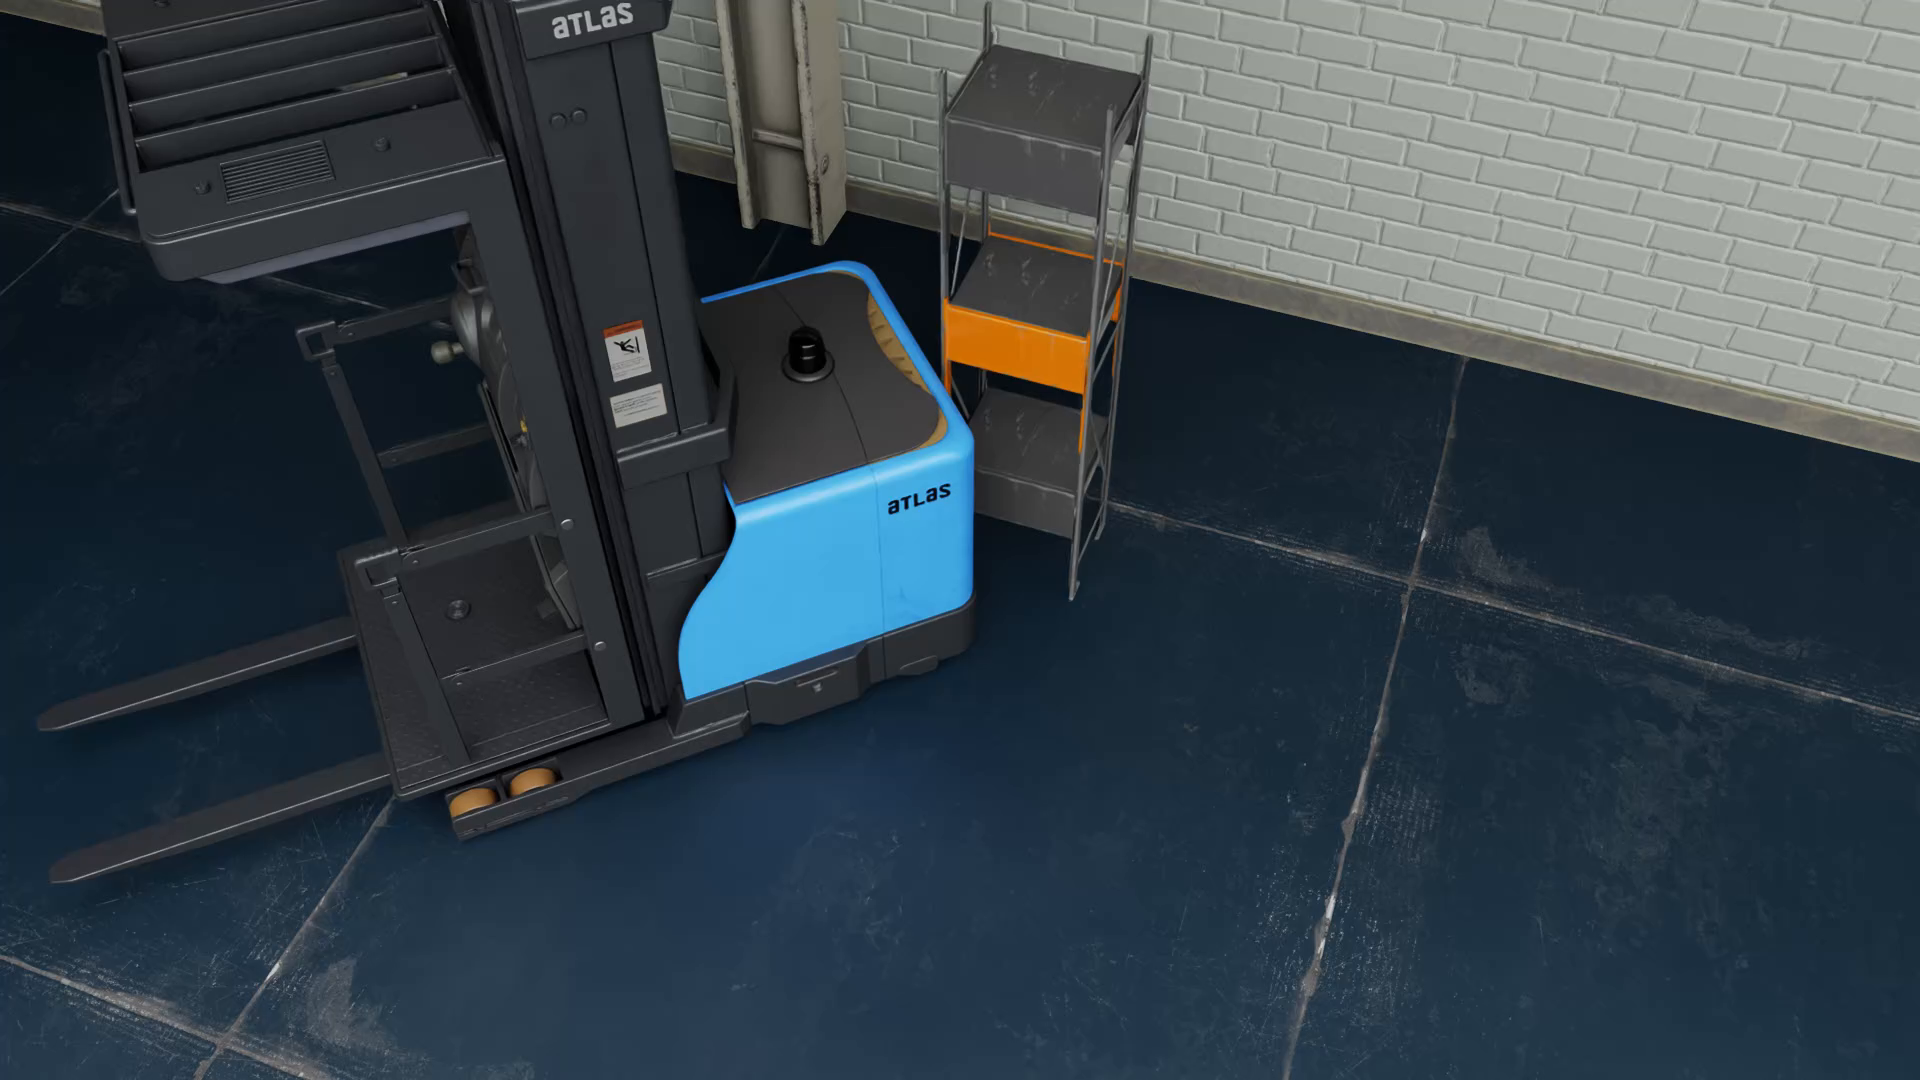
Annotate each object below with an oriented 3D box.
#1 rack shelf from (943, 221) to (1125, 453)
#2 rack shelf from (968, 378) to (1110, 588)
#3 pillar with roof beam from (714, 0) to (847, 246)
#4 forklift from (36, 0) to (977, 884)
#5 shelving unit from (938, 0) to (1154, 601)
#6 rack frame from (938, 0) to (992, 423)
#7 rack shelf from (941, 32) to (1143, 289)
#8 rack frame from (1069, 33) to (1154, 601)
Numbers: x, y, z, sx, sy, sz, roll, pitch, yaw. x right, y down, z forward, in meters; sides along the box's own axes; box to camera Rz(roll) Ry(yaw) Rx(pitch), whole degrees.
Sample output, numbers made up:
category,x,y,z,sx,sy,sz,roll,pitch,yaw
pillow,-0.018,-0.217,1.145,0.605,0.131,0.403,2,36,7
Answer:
category,x,y,z,sx,sy,sz,roll,pitch,yaw
rack shelf,0.245,-0.664,5.454,0.480,0.518,0.431,16,51,13
rack shelf,0.245,-0.205,5.983,0.480,0.518,0.431,16,51,13
pillar with roof beam,-2.235,-1.361,1.475,0.400,9.000,9.100,16,51,13
forklift,-1.506,-0.456,4.705,3.031,2.935,1.130,-18,51,-15
shelving unit,0.245,-0.673,5.443,0.503,2.100,0.431,16,51,13
rack frame,0.016,-0.737,5.499,0.015,2.100,0.400,16,51,13
rack shelf,0.245,-1.122,4.925,0.480,0.518,0.431,16,51,13
rack frame,0.473,-0.608,5.387,0.015,2.100,0.400,16,51,13
